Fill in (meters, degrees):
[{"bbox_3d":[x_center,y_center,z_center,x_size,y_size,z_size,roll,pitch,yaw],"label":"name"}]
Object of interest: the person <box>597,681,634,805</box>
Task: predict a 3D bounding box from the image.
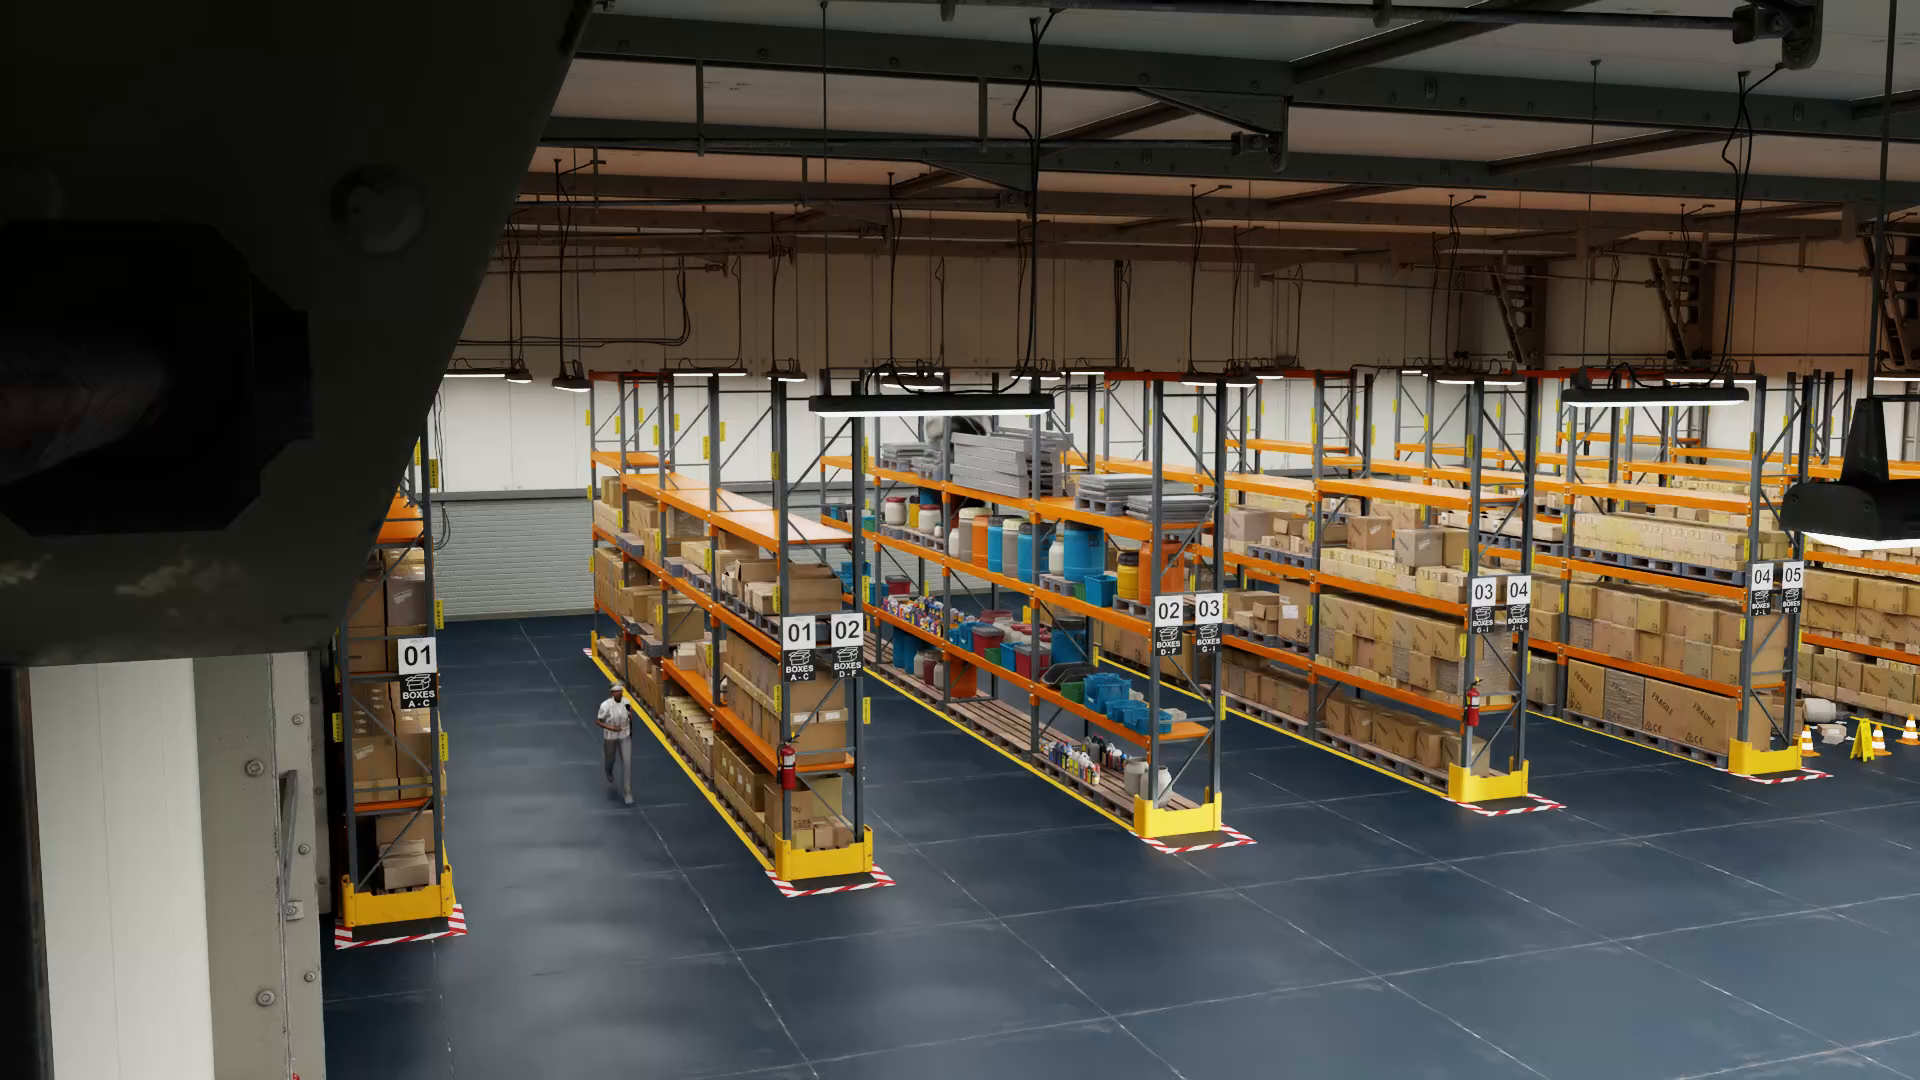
[{"bbox_3d":[-4.936,2.846,23.825,0.543,1.720,1.078,-2,7,-20],"label":"person"}]
